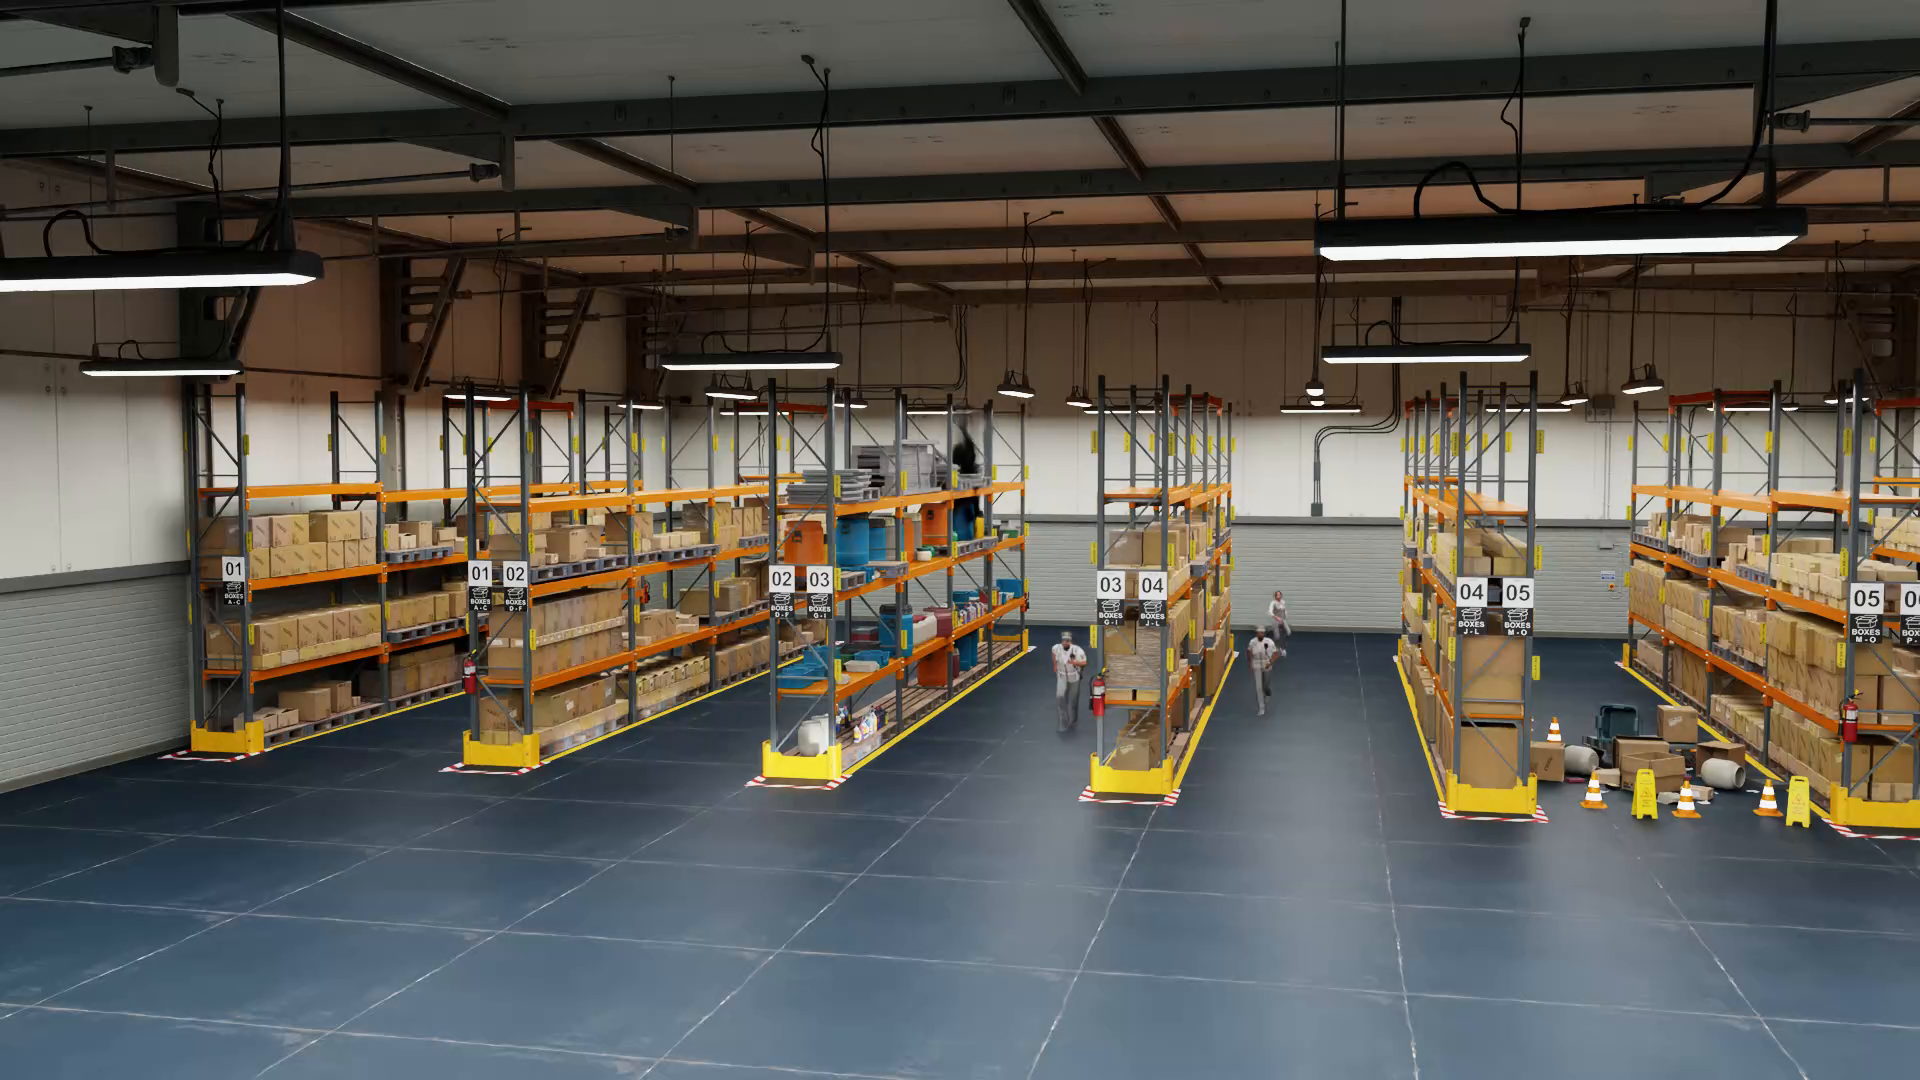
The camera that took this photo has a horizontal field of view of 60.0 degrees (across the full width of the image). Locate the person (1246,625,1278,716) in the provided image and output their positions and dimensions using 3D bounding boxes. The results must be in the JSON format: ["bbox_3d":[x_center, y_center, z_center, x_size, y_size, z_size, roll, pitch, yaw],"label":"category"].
[{"bbox_3d":[5.651,2.406,31.113,0.599,1.680,0.952,1,3,16],"label":"person"}]

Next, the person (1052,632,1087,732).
[{"bbox_3d":[1.923,2.475,29.275,0.650,1.783,0.965,1,3,10],"label":"person"}]

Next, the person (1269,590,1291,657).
[{"bbox_3d":[7.531,1.968,39.217,0.553,1.575,0.595,-1,4,-21],"label":"person"}]
